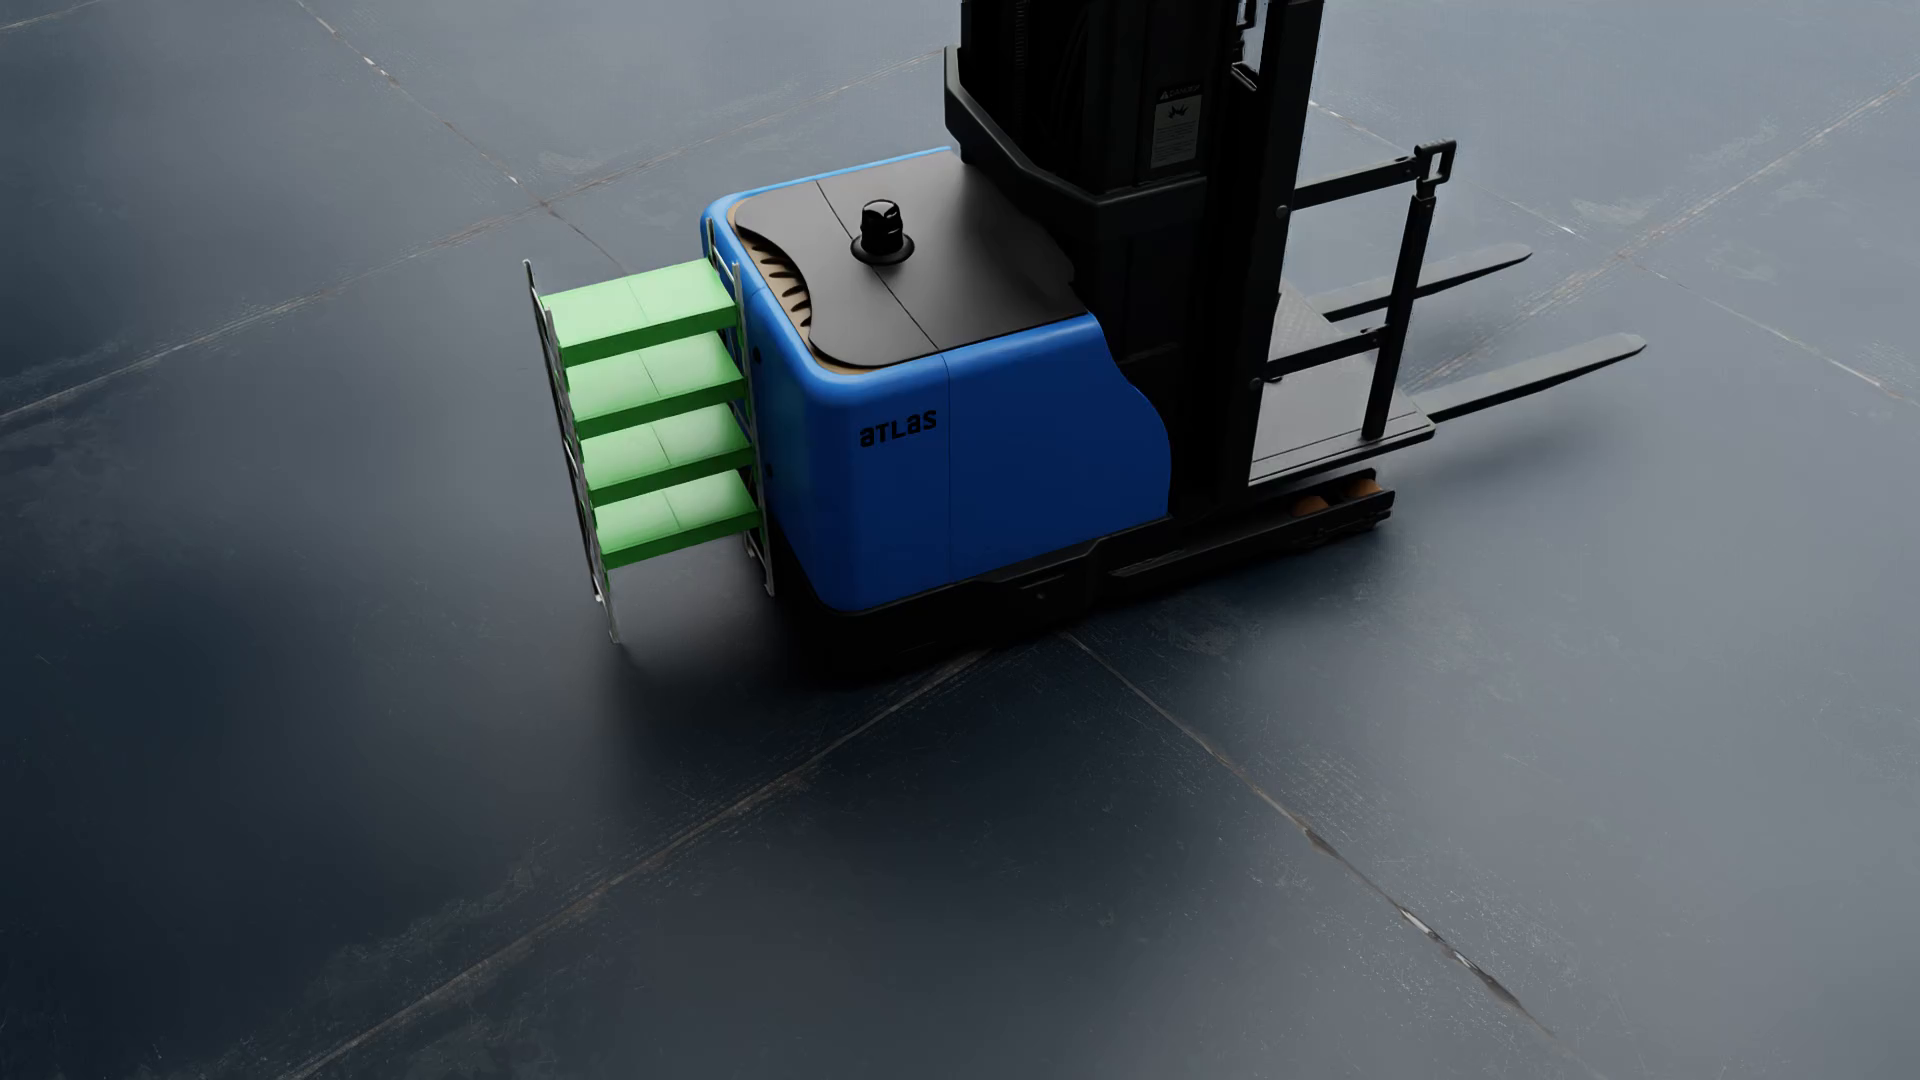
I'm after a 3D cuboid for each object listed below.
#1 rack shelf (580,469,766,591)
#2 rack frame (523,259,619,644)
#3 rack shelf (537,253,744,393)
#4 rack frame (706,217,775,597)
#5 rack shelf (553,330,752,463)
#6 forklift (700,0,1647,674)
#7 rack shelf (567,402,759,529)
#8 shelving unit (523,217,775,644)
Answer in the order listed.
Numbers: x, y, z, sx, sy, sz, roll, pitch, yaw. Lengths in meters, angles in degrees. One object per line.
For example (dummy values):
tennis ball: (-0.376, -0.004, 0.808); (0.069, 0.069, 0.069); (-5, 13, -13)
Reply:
rack shelf: (-0.842, -0.052, 4.873); (0.480, 0.148, 0.258); (-17, 46, -17)
rack frame: (-1.065, -0.205, 4.592); (0.015, 1.200, 0.240); (-17, 46, -17)
rack shelf: (-0.842, -0.577, 4.380); (0.480, 0.148, 0.258); (-17, 46, -17)
rack frame: (-0.619, -0.341, 4.737); (0.015, 1.200, 0.240); (-17, 46, -17)
rack shelf: (-0.842, -0.402, 4.544); (0.480, 0.148, 0.258); (-17, 46, -17)
forklift: (0.812, -1.358, 4.555); (3.031, 2.935, 1.130); (-17, 46, -17)
rack shelf: (-0.842, -0.227, 4.708); (0.480, 0.148, 0.258); (-17, 46, -17)
shelving unit: (-0.842, -0.273, 4.665); (0.503, 1.200, 0.258); (-17, 46, -17)
